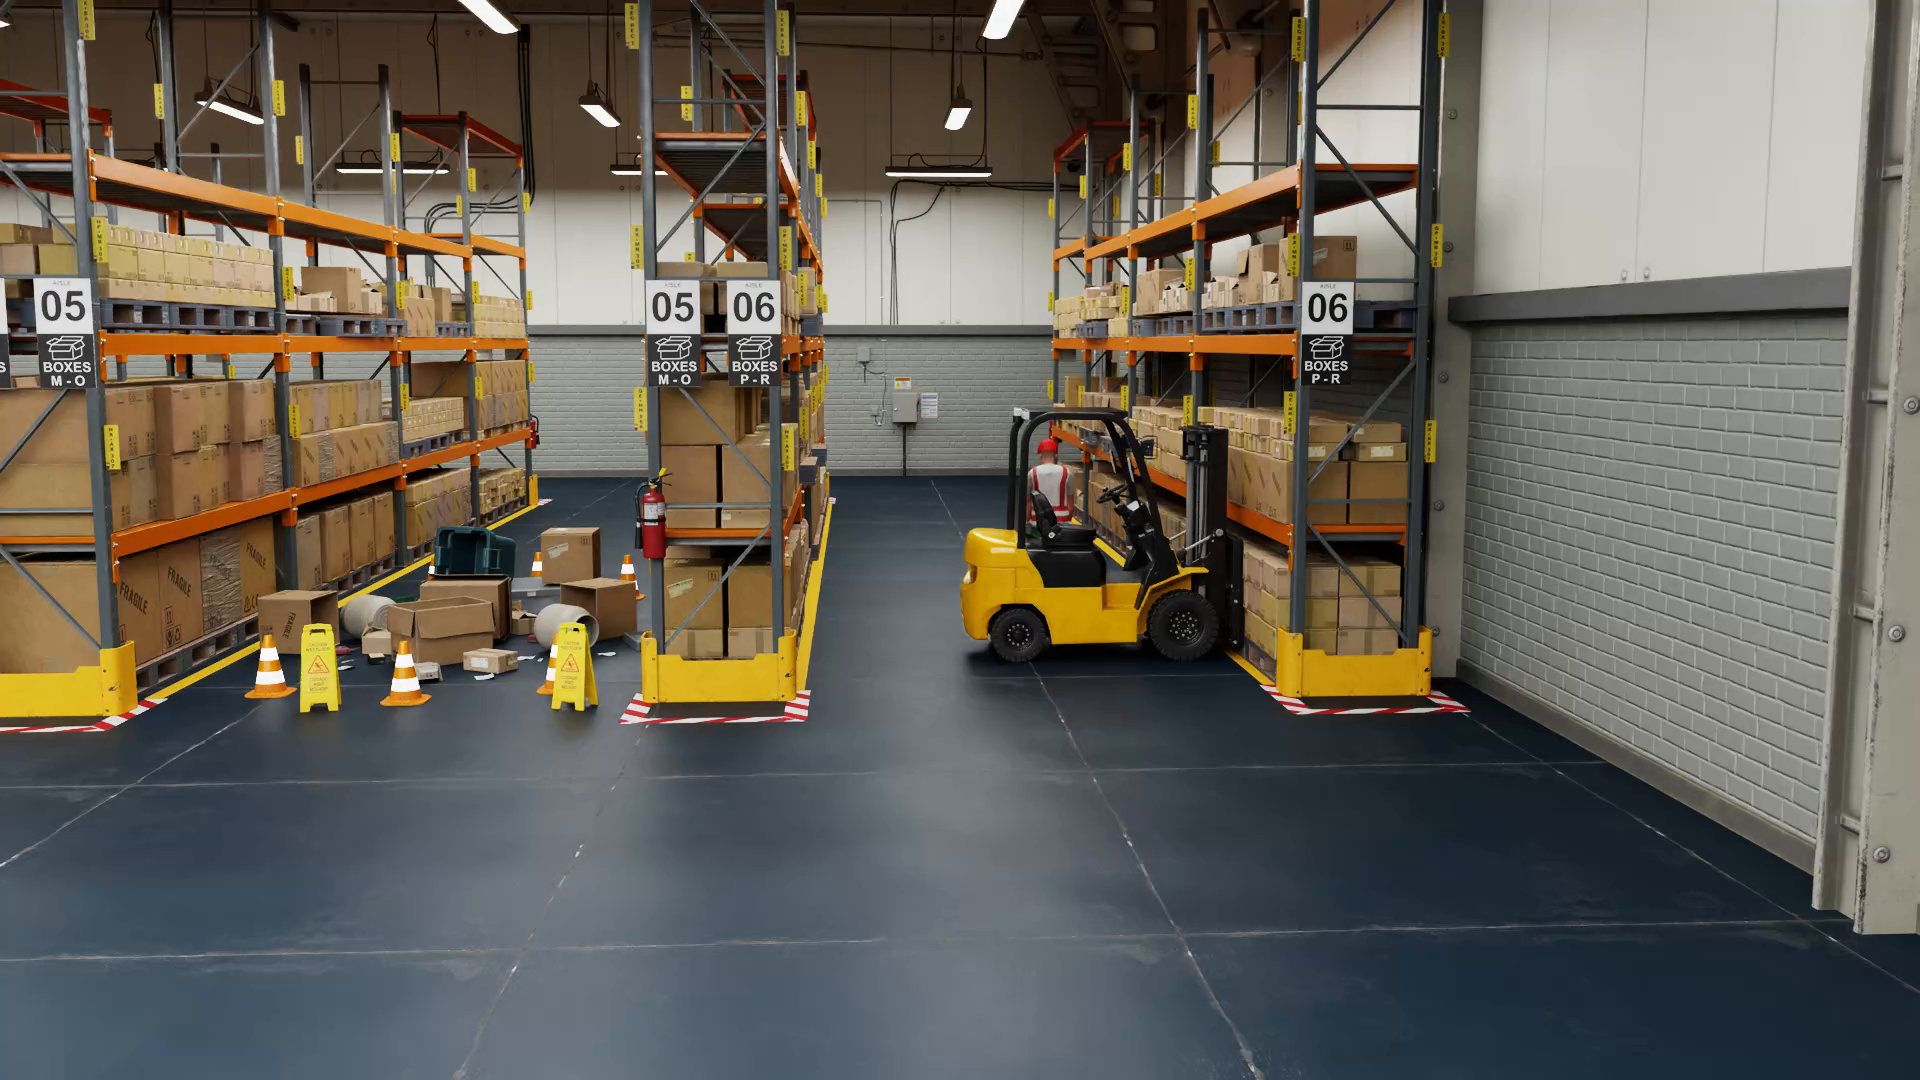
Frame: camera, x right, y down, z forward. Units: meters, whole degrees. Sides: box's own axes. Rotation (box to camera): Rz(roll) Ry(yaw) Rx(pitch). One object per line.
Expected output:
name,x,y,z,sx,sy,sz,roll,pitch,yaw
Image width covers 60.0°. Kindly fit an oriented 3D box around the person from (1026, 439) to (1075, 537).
person,0.888,-0.133,16.832,0.531,1.770,0.377,0,7,-3
